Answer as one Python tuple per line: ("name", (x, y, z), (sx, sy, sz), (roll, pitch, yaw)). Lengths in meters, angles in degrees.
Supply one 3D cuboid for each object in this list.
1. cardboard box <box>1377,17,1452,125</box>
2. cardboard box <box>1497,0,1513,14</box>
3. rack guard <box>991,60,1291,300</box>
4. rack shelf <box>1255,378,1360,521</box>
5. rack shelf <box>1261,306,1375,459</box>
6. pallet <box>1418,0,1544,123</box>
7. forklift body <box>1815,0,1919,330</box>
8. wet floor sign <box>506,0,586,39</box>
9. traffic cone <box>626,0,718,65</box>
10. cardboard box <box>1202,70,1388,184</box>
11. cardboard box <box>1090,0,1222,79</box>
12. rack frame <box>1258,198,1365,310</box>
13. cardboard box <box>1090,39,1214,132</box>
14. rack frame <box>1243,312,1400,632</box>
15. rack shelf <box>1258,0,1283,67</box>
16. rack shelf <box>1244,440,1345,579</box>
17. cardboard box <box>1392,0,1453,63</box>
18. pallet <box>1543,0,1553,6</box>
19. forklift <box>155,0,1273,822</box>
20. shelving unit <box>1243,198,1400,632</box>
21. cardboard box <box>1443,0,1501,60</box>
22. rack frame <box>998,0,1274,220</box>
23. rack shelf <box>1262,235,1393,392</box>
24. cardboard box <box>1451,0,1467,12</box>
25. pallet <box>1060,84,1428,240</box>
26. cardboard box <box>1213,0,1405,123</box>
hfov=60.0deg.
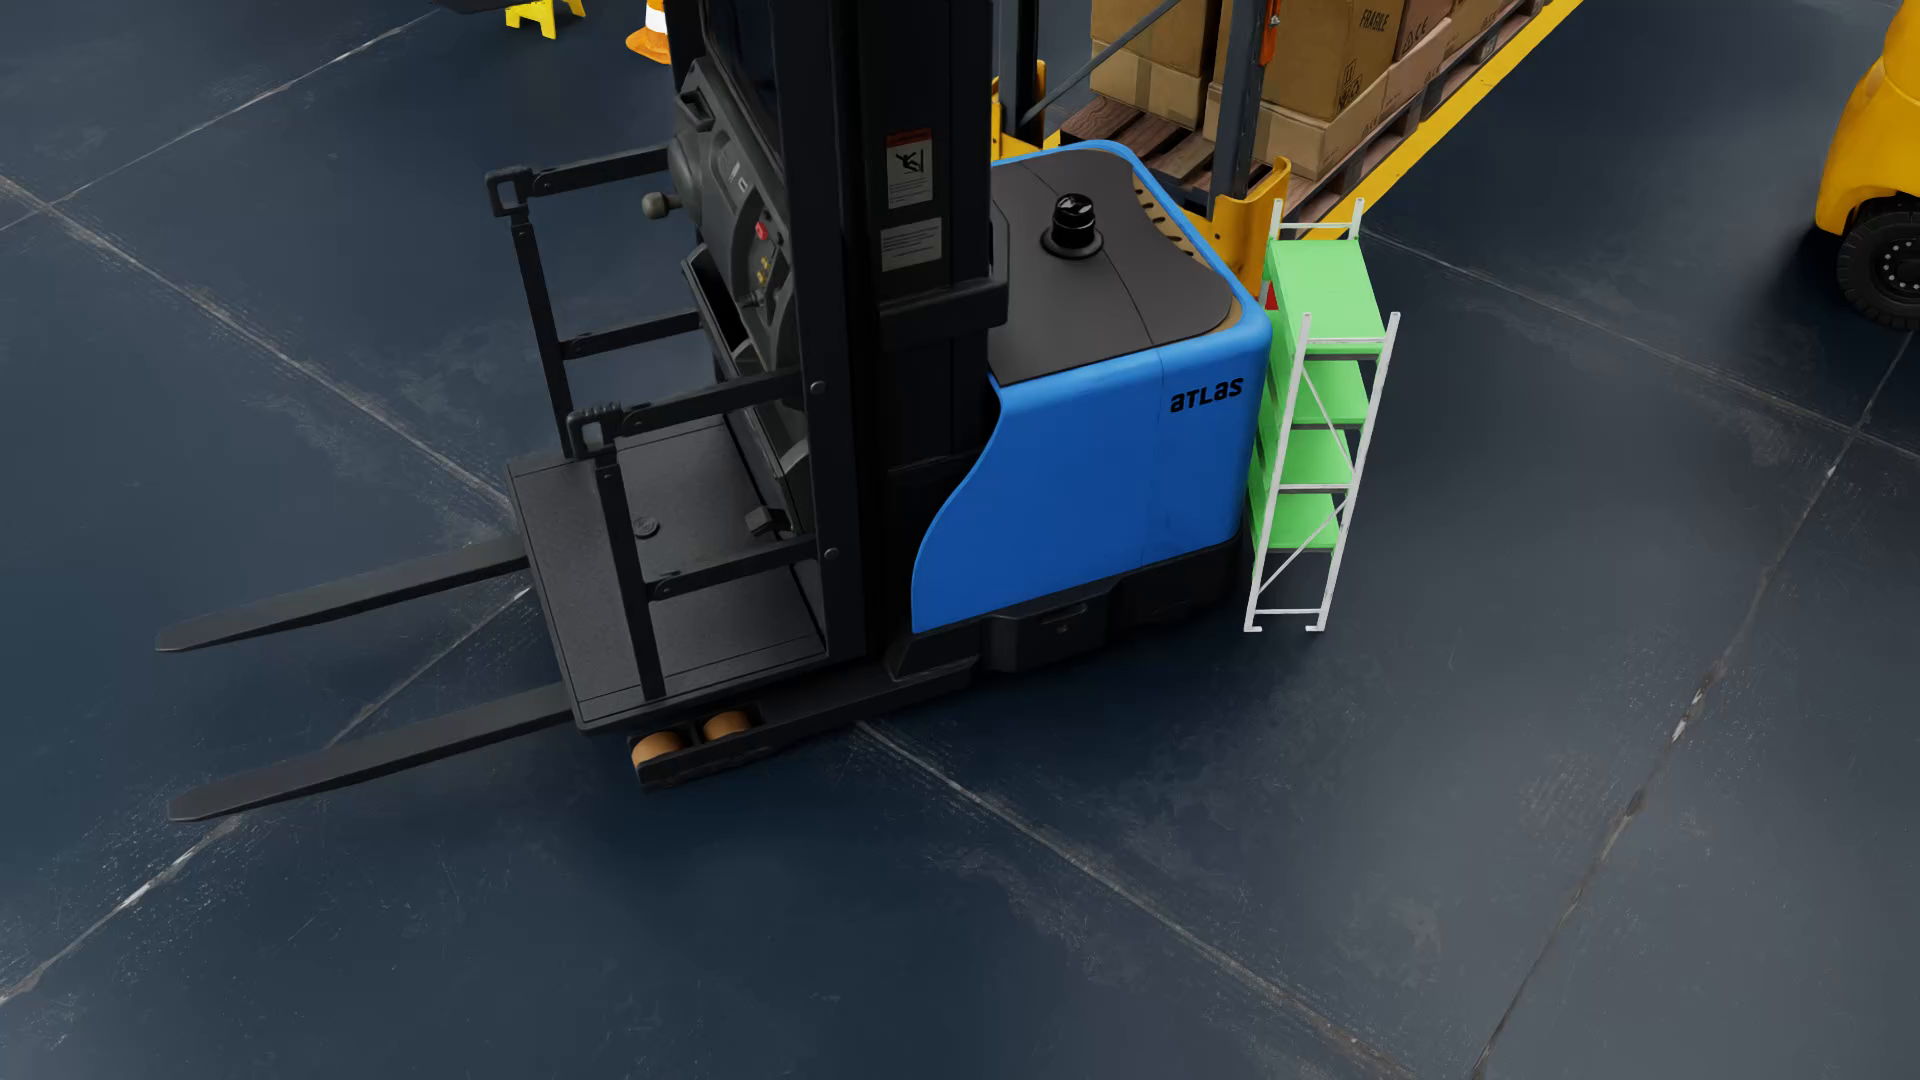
("cardboard box", (1.601, -1.955, 6.655), (0.500, 0.250, 0.500), (31, 54, 26))
("cardboard box", (2.235, -2.561, 7.233), (0.500, 0.250, 0.500), (30, 53, 26))
("rack guard", (0.617, -1.312, 6.158), (1.175, 0.500, 0.348), (29, 53, 25))
("rack shelf", (0.969, -0.278, 4.774), (0.258, 0.148, 0.480), (-1, 46, -1))
("rack shelf", (0.969, -0.443, 4.600), (0.258, 0.148, 0.480), (-1, 46, -1))
("pallet", (1.888, -2.357, 7.355), (1.003, 0.211, 1.213), (29, 53, 25))
("forklift body", (4.216, -1.538, 5.232), (2.313, 2.155, 1.214), (29, 53, 25))
("wet floor sign", (-1.859, -2.558, 7.247), (0.267, 0.644, 0.232), (21, 50, 19))
("traffic cone", (-1.274, -2.368, 7.192), (0.336, 0.463, 0.334), (29, 53, 25))
("cardboard box", (1.283, -1.667, 6.379), (0.500, 0.250, 0.500), (29, 53, 25))
("cardboard box", (0.854, -2.160, 6.332), (0.500, 0.500, 0.500), (30, 53, 25))
("rack frame", (0.965, -0.498, 4.896), (0.240, 1.200, 0.015), (-1, 46, -1))
("cardboard box", (0.867, -1.923, 6.623), (0.500, 0.250, 0.500), (29, 53, 25))
("rack frame", (0.972, -0.145, 4.559), (0.240, 1.200, 0.015), (-1, 46, -1))
("rack shelf", (1.793, -3.028, 6.566), (1.077, 0.370, 4.000), (29, 53, 25))
("rack shelf", (0.969, -0.112, 4.947), (0.258, 0.148, 0.480), (-1, 46, -1))
("cardboard box", (1.613, -2.241, 6.409), (0.500, 0.500, 0.500), (27, 52, 24))
("pallet", (2.634, -3.058, 8.025), (1.003, 0.211, 1.213), (29, 53, 25))
("forklift", (-0.736, -0.762, 3.951), (3.031, 2.935, 1.130), (-16, 48, -15))
("shelving unit", (0.969, -0.322, 4.728), (0.258, 1.200, 0.503), (-1, 46, -1))
("cardboard box", (1.924, -2.273, 6.958), (0.500, 0.250, 0.500), (33, 54, 27))
("rack frame", (0.571, -2.132, 5.212), (1.000, 3.000, 0.127), (29, 53, 25))
("rack shelf", (0.969, -0.609, 4.427), (0.258, 0.148, 0.480), (-1, 46, -1))
("cardboard box", (1.926, -2.524, 6.679), (0.500, 0.500, 0.500), (30, 53, 26))
("pallet", (1.142, -1.662, 6.691), (1.003, 0.211, 1.213), (29, 53, 25))
("cardboard box", (1.297, -1.940, 6.121), (0.500, 0.500, 0.500), (28, 52, 24))
